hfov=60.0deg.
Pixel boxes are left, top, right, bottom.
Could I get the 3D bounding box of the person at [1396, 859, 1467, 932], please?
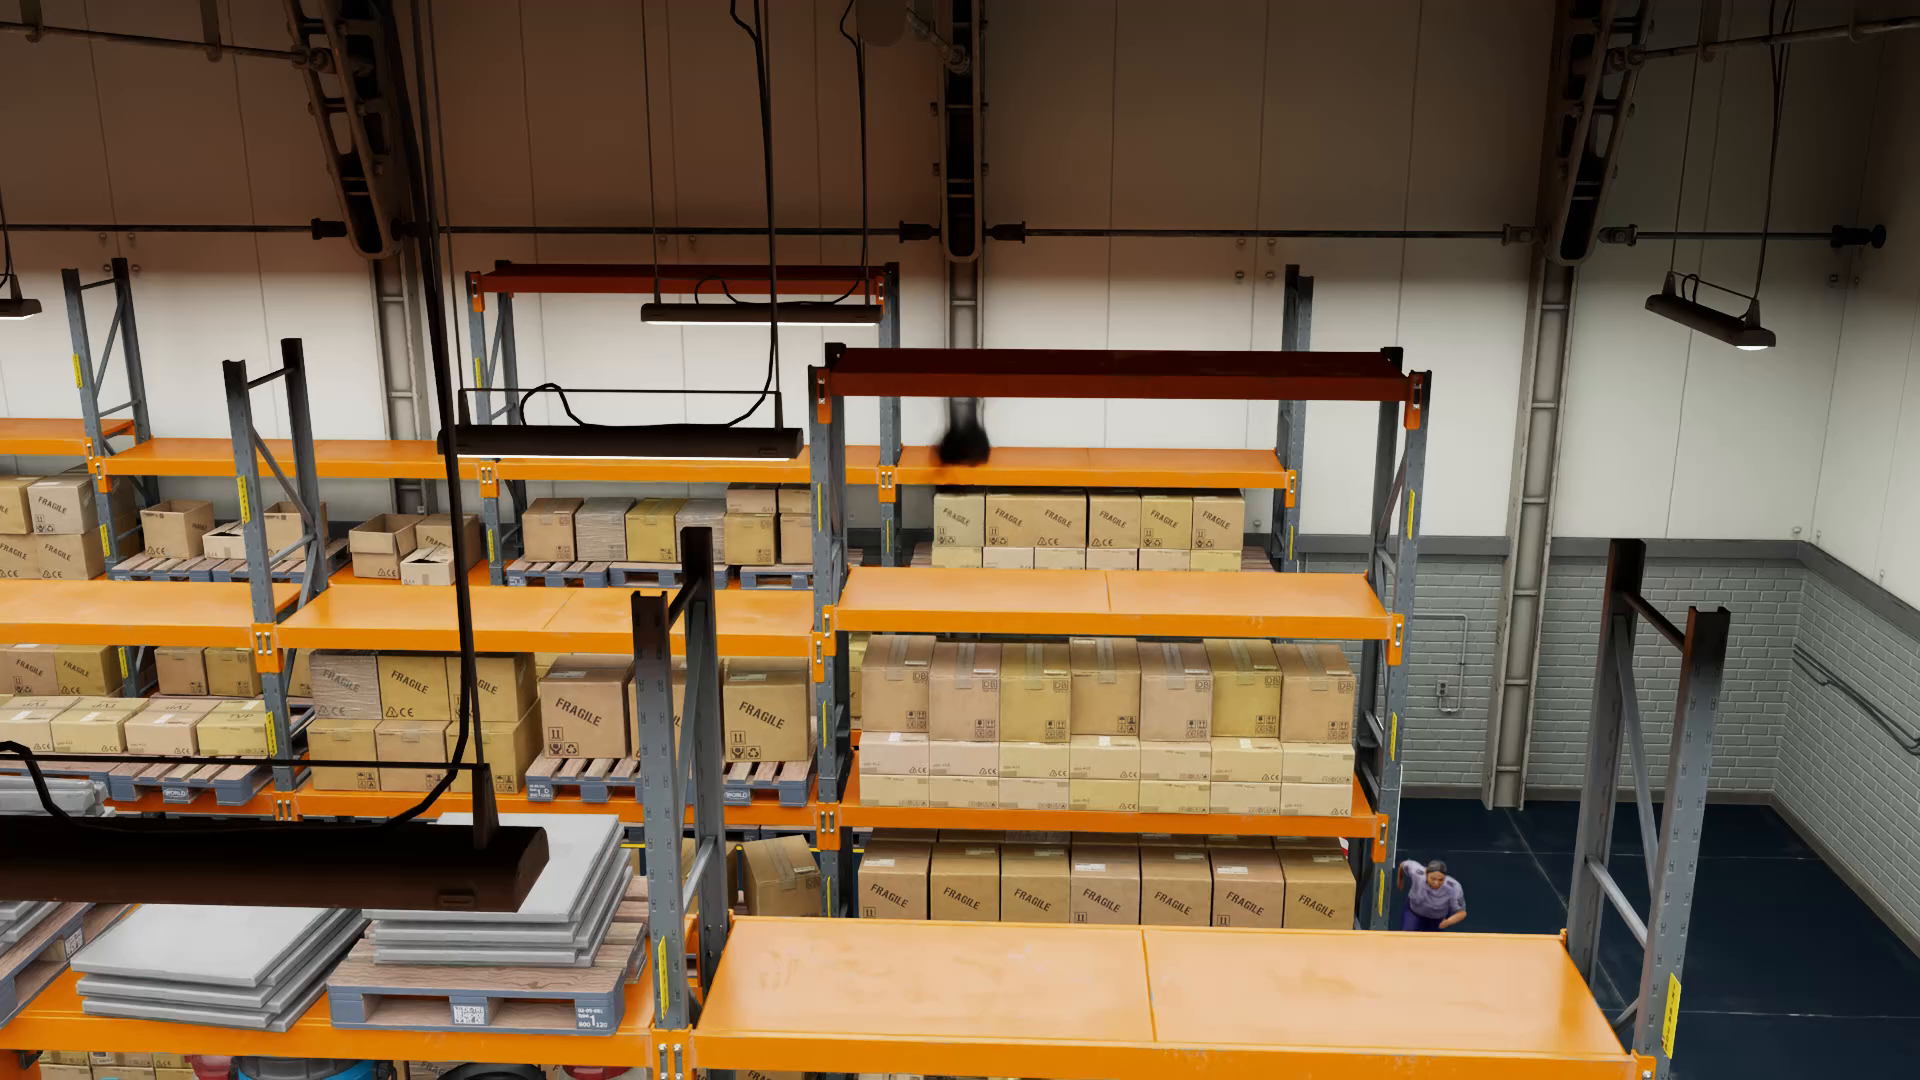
[{"bbox_3d":[4.106,3.323,14.559,0.590,1.460,1.073,4,17,14],"label":"person"}]
